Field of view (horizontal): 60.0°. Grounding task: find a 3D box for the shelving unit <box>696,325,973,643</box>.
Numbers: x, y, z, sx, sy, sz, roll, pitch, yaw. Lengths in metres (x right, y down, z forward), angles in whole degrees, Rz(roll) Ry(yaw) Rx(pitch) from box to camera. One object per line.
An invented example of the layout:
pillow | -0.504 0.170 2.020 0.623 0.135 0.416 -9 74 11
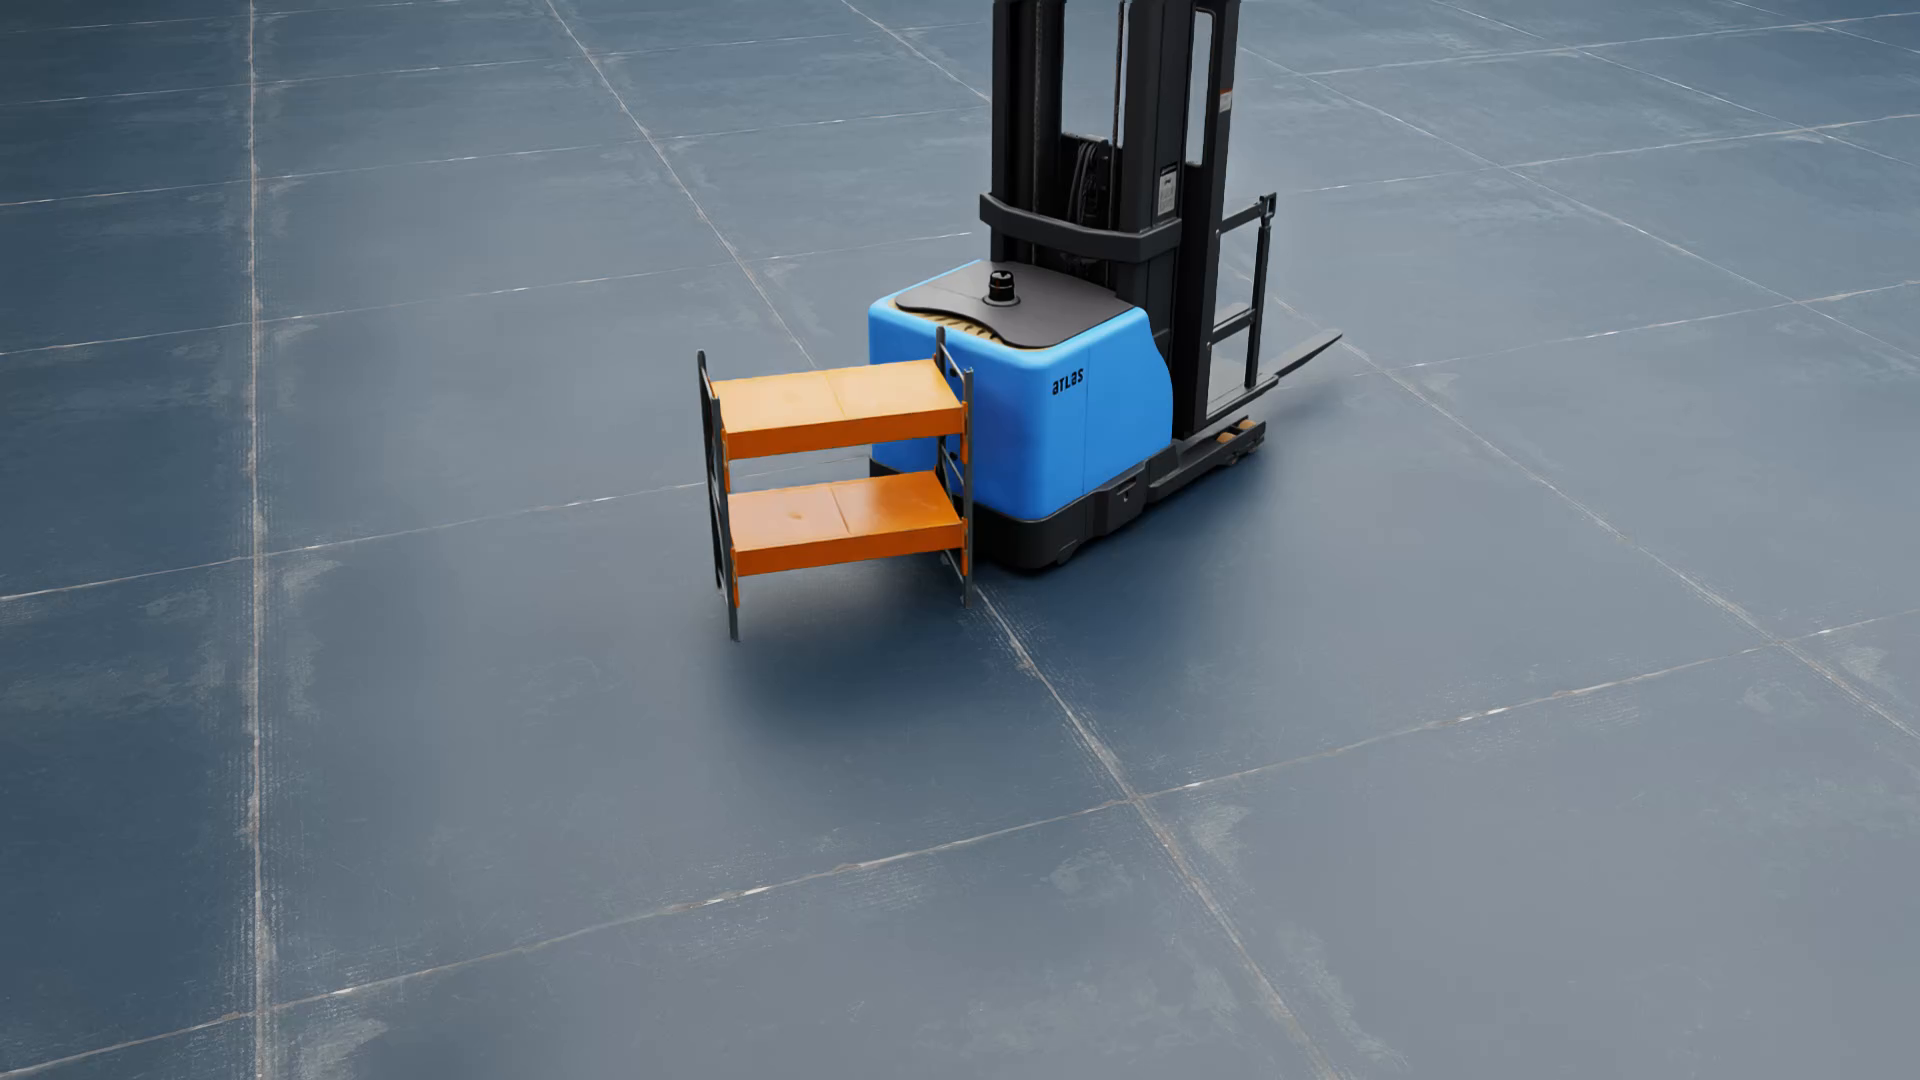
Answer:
shelving unit | -0.516 -0.241 7.036 1.048 1.125 0.538 -7 31 -13

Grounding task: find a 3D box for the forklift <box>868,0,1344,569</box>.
forklift | 0.916 -1.796 7.941 1.130 2.935 3.031 23 37 35

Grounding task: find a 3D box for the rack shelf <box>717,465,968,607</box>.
rack shelf | -0.516 -0.028 7.157 1.000 0.278 0.538 -7 31 -13

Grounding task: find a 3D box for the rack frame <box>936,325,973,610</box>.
rack frame | -0.025 -0.305 7.149 0.032 1.125 0.500 -7 31 -13

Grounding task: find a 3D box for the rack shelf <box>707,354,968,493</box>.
rack shelf | -0.516 -0.495 6.891 1.000 0.278 0.538 -7 31 -13

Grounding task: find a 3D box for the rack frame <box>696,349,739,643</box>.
rack frame | -1.008 -0.176 6.923 0.032 1.125 0.500 -7 31 -13
